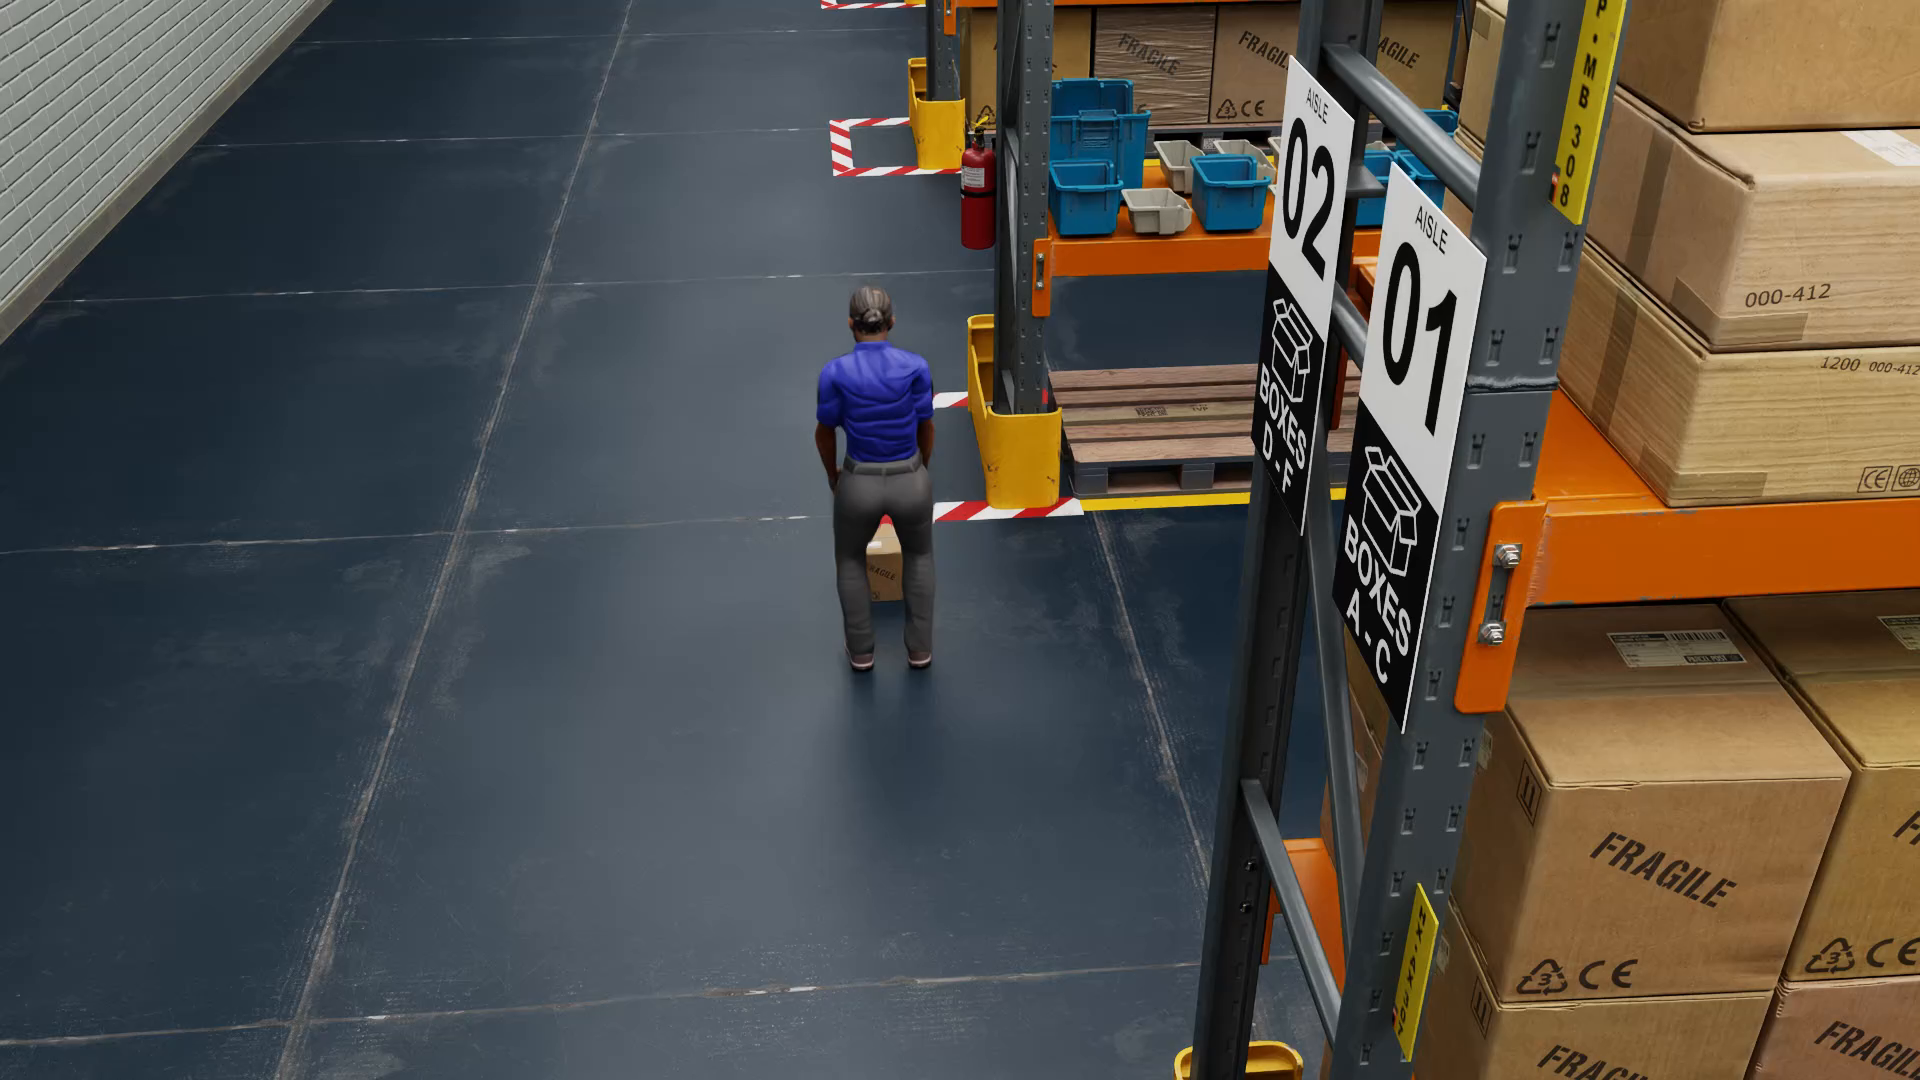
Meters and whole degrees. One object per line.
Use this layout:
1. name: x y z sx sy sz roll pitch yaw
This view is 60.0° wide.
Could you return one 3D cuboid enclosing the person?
1. person: -0.329 -0.210 6.564 0.465 1.588 0.411 -2 31 -3
